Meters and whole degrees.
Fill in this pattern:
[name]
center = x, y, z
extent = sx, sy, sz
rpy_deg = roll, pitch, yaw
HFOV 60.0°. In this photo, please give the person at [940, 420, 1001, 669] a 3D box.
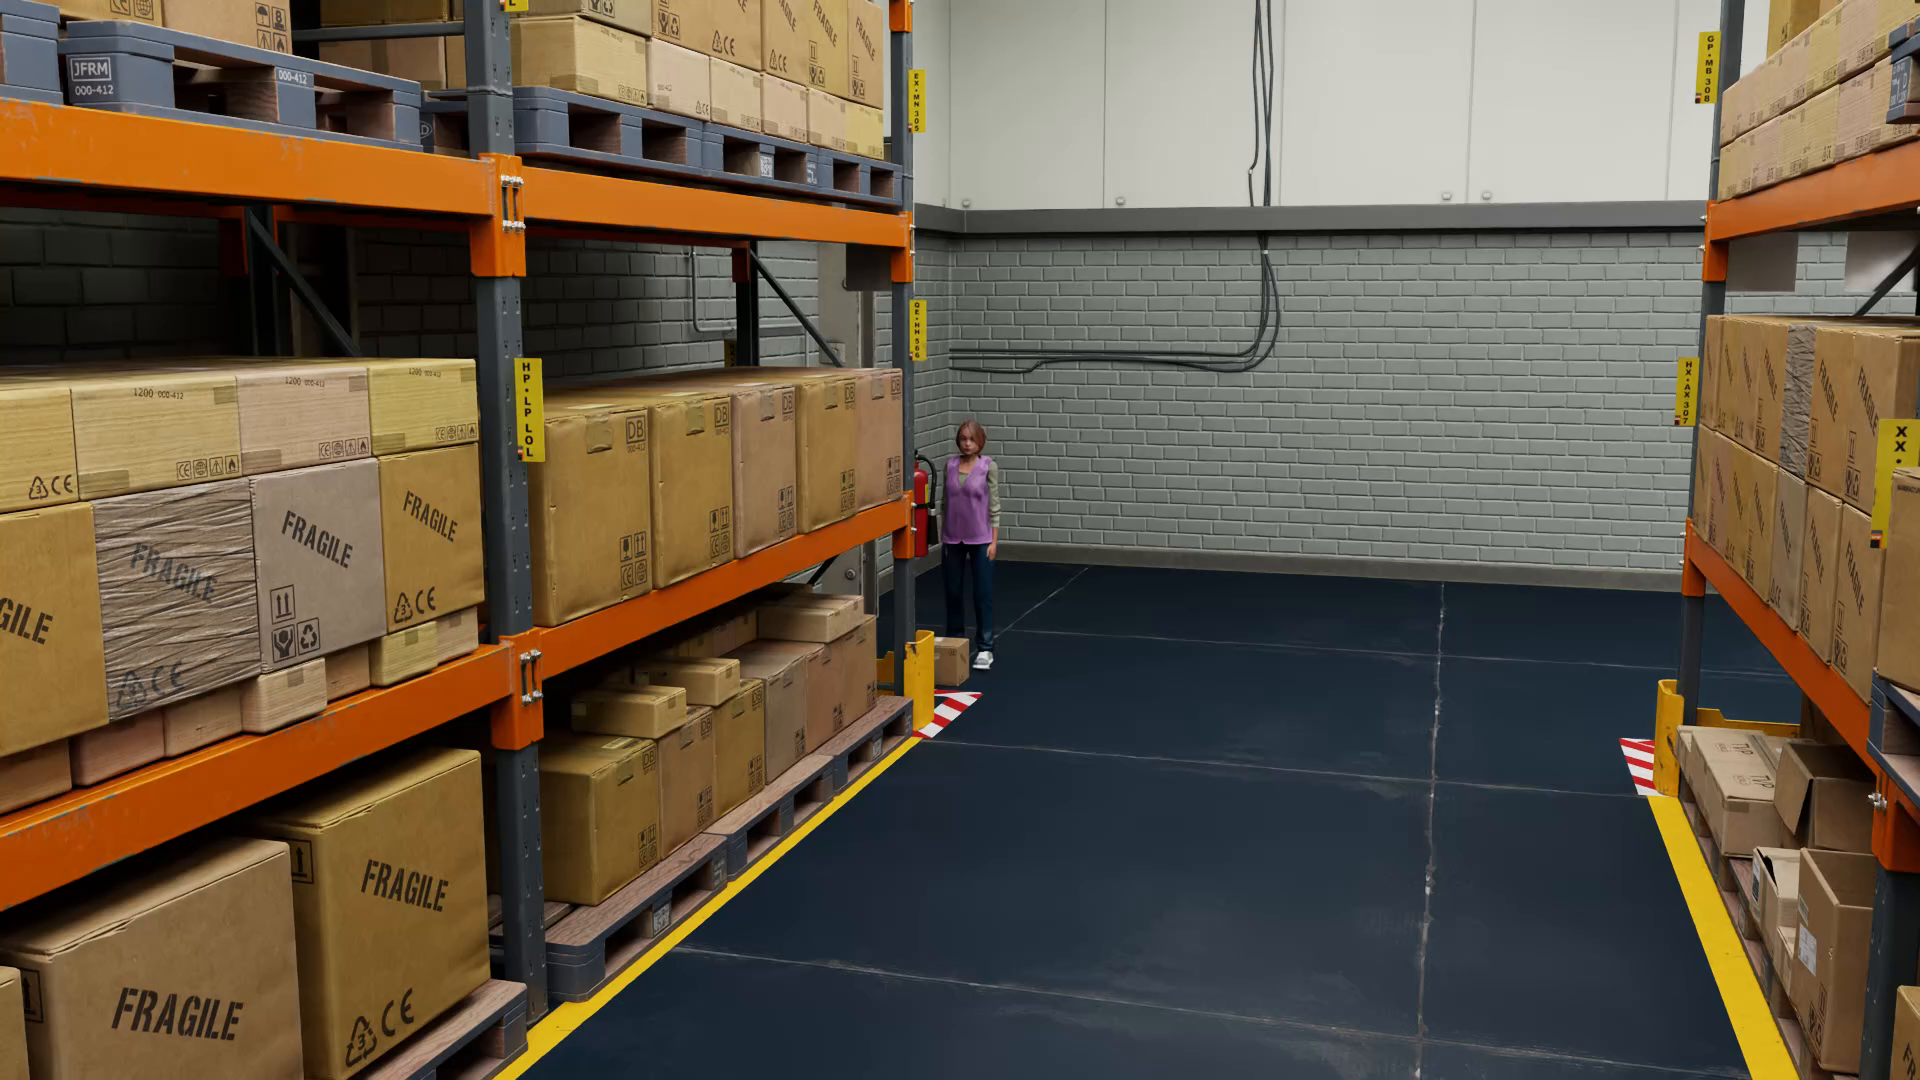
[person]
center = 0.066, 0.025, 10.715
extent = 0.406, 1.599, 0.312
rpy_deg = 3, 9, 18
